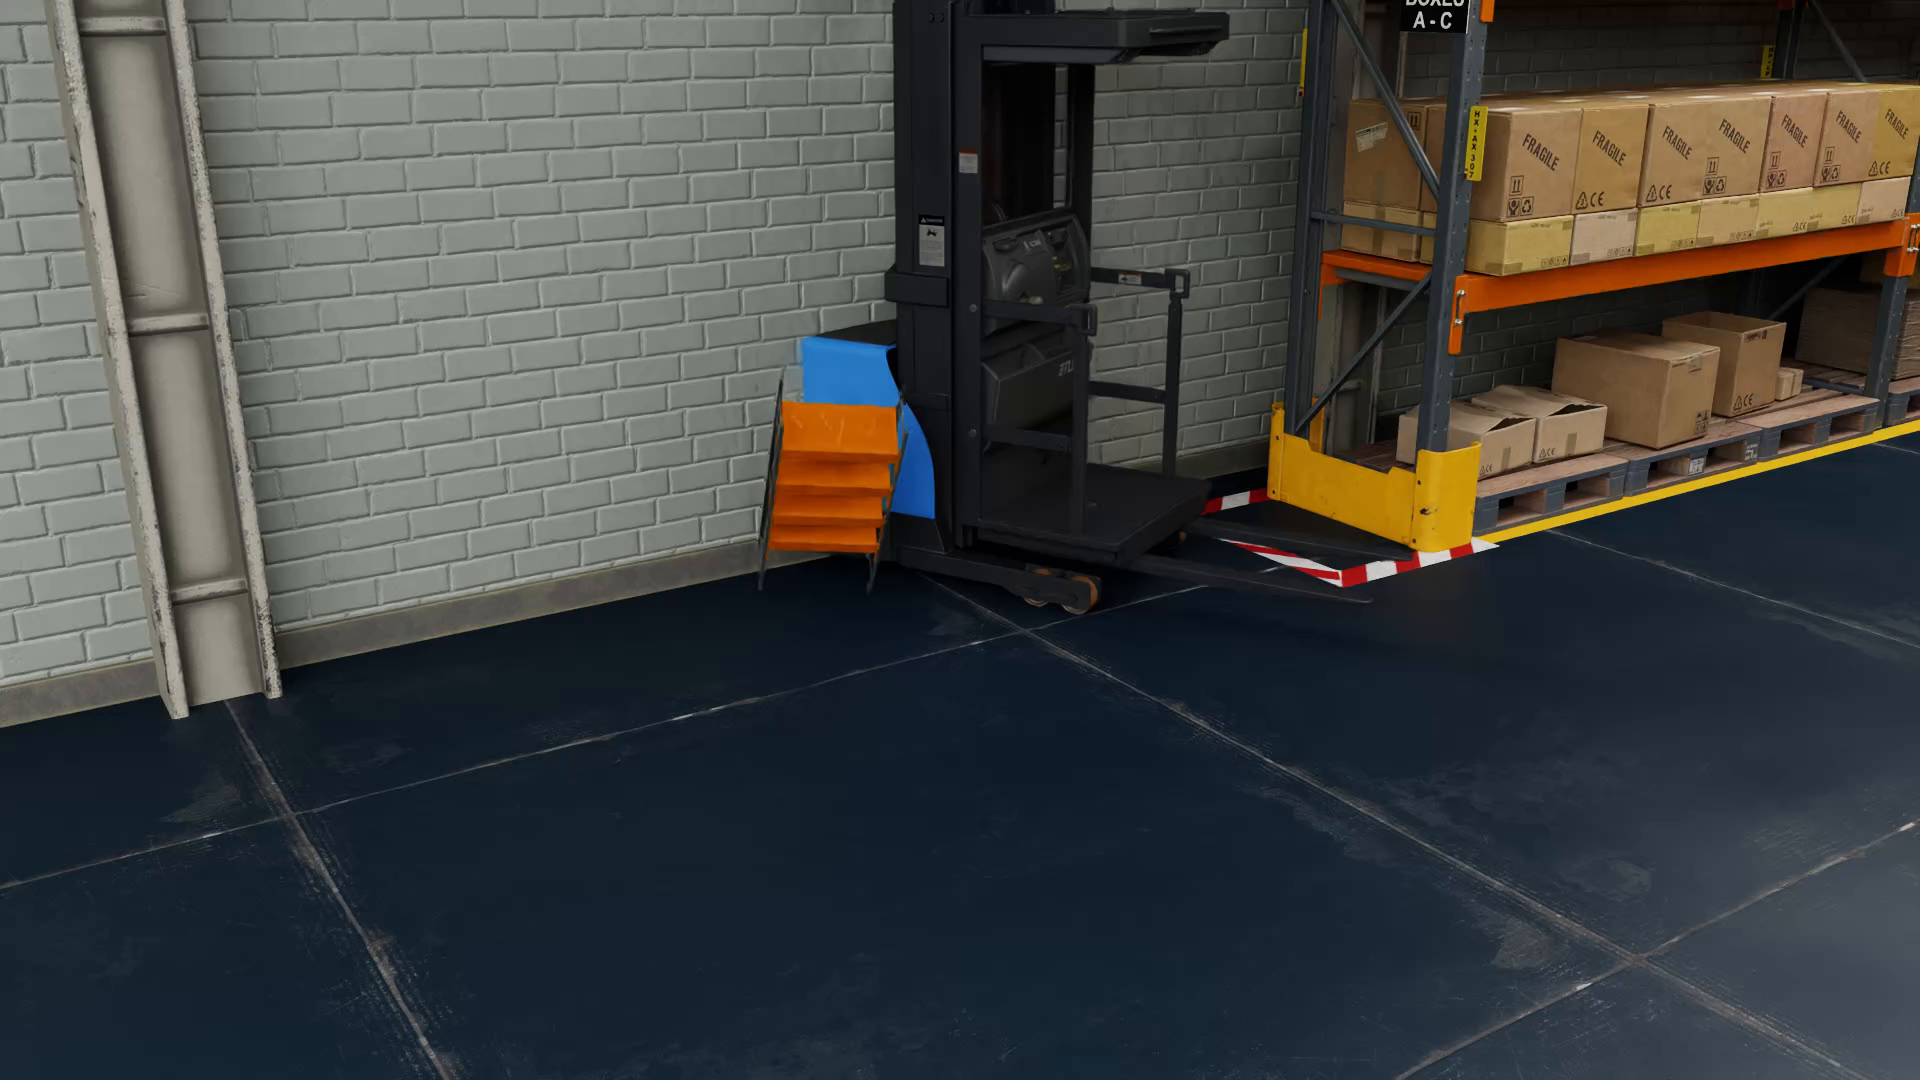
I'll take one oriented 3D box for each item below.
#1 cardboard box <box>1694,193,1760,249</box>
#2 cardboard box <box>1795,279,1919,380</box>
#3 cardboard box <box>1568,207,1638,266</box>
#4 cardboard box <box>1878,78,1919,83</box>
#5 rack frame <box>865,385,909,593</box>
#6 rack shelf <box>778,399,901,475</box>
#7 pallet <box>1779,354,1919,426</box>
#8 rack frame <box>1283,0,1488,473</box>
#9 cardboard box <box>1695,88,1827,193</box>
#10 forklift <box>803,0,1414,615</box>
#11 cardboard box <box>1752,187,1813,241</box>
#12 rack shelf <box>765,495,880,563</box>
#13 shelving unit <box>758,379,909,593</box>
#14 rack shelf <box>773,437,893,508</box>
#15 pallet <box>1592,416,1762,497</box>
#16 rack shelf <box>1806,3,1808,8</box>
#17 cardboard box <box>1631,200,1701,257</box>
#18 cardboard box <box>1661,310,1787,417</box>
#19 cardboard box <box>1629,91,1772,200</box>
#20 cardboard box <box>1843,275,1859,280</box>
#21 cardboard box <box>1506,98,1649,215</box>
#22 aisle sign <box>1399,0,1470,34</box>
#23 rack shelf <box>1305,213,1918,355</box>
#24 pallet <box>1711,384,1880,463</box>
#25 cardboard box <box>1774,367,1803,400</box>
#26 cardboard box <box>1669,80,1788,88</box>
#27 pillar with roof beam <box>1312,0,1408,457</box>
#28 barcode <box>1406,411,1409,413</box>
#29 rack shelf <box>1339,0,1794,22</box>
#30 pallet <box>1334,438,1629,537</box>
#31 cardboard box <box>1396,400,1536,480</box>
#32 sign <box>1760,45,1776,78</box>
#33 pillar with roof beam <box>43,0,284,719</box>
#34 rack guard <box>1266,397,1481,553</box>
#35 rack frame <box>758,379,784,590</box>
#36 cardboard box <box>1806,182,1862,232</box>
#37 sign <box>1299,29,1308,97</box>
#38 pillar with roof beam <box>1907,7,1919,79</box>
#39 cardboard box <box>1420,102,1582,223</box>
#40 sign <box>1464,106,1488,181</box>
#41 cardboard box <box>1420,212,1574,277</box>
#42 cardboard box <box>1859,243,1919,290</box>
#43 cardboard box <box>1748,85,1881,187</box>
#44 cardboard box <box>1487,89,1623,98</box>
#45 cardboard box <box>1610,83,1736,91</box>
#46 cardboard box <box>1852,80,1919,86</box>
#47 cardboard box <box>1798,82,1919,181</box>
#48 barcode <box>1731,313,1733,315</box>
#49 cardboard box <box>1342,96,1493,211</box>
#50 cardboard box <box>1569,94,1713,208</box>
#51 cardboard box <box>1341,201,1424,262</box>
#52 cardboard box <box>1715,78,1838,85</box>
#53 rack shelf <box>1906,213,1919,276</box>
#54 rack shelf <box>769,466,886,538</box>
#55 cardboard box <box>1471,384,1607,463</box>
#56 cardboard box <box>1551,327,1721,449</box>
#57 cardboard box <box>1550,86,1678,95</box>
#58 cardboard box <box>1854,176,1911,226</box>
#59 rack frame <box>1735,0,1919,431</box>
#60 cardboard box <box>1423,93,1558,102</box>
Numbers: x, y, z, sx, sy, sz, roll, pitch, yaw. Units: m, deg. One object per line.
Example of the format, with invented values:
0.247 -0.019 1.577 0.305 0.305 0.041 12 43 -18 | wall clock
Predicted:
3.886 -1.736 8.899 0.500 0.250 0.500 -12 22 -31 | cardboard box
5.972 -1.388 10.881 0.500 0.500 0.700 -11 22 -30 | cardboard box
3.034 -1.559 8.377 0.500 0.250 0.500 -13 22 -33 | cardboard box
6.281 -2.662 10.592 0.500 0.500 0.700 -9 21 -26 | cardboard box
-0.316 -0.189 7.054 0.015 1.200 0.240 2 56 -10 | rack frame
-0.489 -0.413 6.688 0.480 0.148 0.258 2 56 -10 | rack shelf
6.016 -1.046 11.008 1.213 0.211 1.003 -12 22 -31 | pallet
2.026 -1.525 8.071 0.127 3.000 1.000 -12 22 -31 | rack frame
4.302 -2.182 9.046 0.500 0.500 0.500 -13 22 -33 | cardboard box
0.528 -1.256 7.385 3.031 2.935 1.130 11 21 28 | forklift
4.305 -1.825 9.162 0.500 0.250 0.500 -12 22 -32 | cardboard box
-0.601 -0.051 7.228 0.480 0.148 0.258 2 56 -10 | rack shelf
-0.556 -0.197 7.010 0.503 1.200 0.258 2 56 -10 | shelving unit
-0.529 -0.283 6.882 0.480 0.148 0.258 2 56 -10 | rack shelf
3.805 -0.564 9.584 1.213 0.211 1.003 -12 22 -31 | pallet
7.037 -3.662 10.832 4.000 0.370 1.077 -12 22 -31 | rack shelf
3.463 -1.647 8.637 0.500 0.250 0.500 -12 22 -32 | cardboard box
4.522 -1.060 9.912 0.500 0.500 0.500 -14 23 -35 | cardboard box
3.868 -2.090 8.775 0.500 0.500 0.500 -11 22 -30 | cardboard box
6.376 -1.492 11.190 0.500 0.500 0.700 -12 22 -32 | cardboard box
3.008 -1.906 8.232 0.500 0.500 0.500 -12 22 -31 | cardboard box
2.131 -2.663 7.380 0.004 0.787 0.394 -12 22 -31 | aisle sign
3.696 -1.536 9.228 4.000 0.370 1.077 -12 22 -31 | rack shelf
4.825 -0.780 10.224 1.213 0.211 1.003 -12 22 -31 | pallet
4.936 -0.993 10.236 0.250 0.166 0.380 -16 24 -38 | cardboard box
4.425 -2.406 9.709 0.500 0.500 0.500 -12 22 -32 | cardboard box
4.502 -3.570 4.753 0.400 9.000 9.100 -12 22 -31 | pillar with roof beam
2.448 -0.672 9.045 0.075 0.075 0.001 -12 22 -31 | barcode
3.696 -2.957 8.748 4.000 0.370 1.077 -12 22 -31 | rack shelf
2.787 -0.351 8.952 1.213 0.211 1.003 -12 22 -31 | pallet
2.653 -0.557 8.720 0.500 0.311 0.500 -15 24 -37 | cardboard box
5.058 -2.925 10.407 0.005 0.325 0.100 -12 22 -31 | sign
-0.509 -2.513 1.627 0.400 9.000 9.100 -12 22 -31 | pillar with roof beam
2.089 -0.354 8.511 0.348 0.500 1.175 -12 22 -31 | rack guard
-0.796 -0.205 6.966 0.015 1.200 0.240 2 56 -10 | rack frame
4.717 -1.918 9.436 0.500 0.250 0.500 -12 22 -31 | cardboard box
1.737 -2.375 8.284 0.005 0.325 0.100 -12 22 -31 | sign
9.513 -4.627 7.879 0.400 9.000 9.100 -12 22 -31 | pillar with roof beam
2.590 -1.822 7.983 0.500 0.500 0.500 -12 22 -31 | cardboard box
2.324 -1.790 7.503 0.005 0.325 0.100 -12 22 -31 | sign
2.608 -1.464 8.095 0.500 0.250 0.500 -13 22 -33 | cardboard box
6.338 -1.821 10.994 0.500 0.250 0.500 -12 22 -33 | cardboard box
4.728 -2.267 9.300 0.500 0.500 0.500 -12 22 -32 | cardboard box
3.158 -2.136 8.913 0.500 0.500 0.500 -13 22 -33 | cardboard box
4.006 -2.319 9.454 0.500 0.500 0.500 -11 22 -30 | cardboard box
5.810 -2.565 10.307 0.500 0.500 0.700 -12 22 -31 | cardboard box
5.142 -2.357 9.565 0.500 0.500 0.500 -12 22 -32 | cardboard box
4.784 -1.374 10.342 0.075 0.075 0.001 -12 22 -31 | barcode
2.303 -1.958 8.385 0.500 0.500 0.500 -12 22 -32 | cardboard box
3.443 -1.996 8.496 0.500 0.500 0.500 -13 22 -33 | cardboard box
2.310 -1.597 8.489 0.500 0.250 0.500 -12 22 -31 | cardboard box
4.859 -2.496 9.976 0.500 0.500 0.500 -13 22 -33 | cardboard box
7.037 -2.241 11.312 4.000 0.370 1.077 -12 22 -31 | rack shelf
-0.567 -0.160 7.065 0.480 0.148 0.258 2 56 -10 | rack shelf
3.129 -0.657 9.017 0.500 0.311 0.500 -10 21 -27 | cardboard box
3.770 -0.863 9.330 0.500 0.500 0.700 -14 23 -35 | cardboard box
3.578 -2.225 9.175 0.500 0.500 0.500 -12 22 -31 | cardboard box
5.138 -2.003 9.689 0.500 0.250 0.500 -12 22 -31 | cardboard box
5.367 -2.229 10.155 0.127 3.000 1.000 -12 22 -31 | rack frame
2.728 -2.044 8.640 0.500 0.500 0.500 -12 22 -31 | cardboard box
